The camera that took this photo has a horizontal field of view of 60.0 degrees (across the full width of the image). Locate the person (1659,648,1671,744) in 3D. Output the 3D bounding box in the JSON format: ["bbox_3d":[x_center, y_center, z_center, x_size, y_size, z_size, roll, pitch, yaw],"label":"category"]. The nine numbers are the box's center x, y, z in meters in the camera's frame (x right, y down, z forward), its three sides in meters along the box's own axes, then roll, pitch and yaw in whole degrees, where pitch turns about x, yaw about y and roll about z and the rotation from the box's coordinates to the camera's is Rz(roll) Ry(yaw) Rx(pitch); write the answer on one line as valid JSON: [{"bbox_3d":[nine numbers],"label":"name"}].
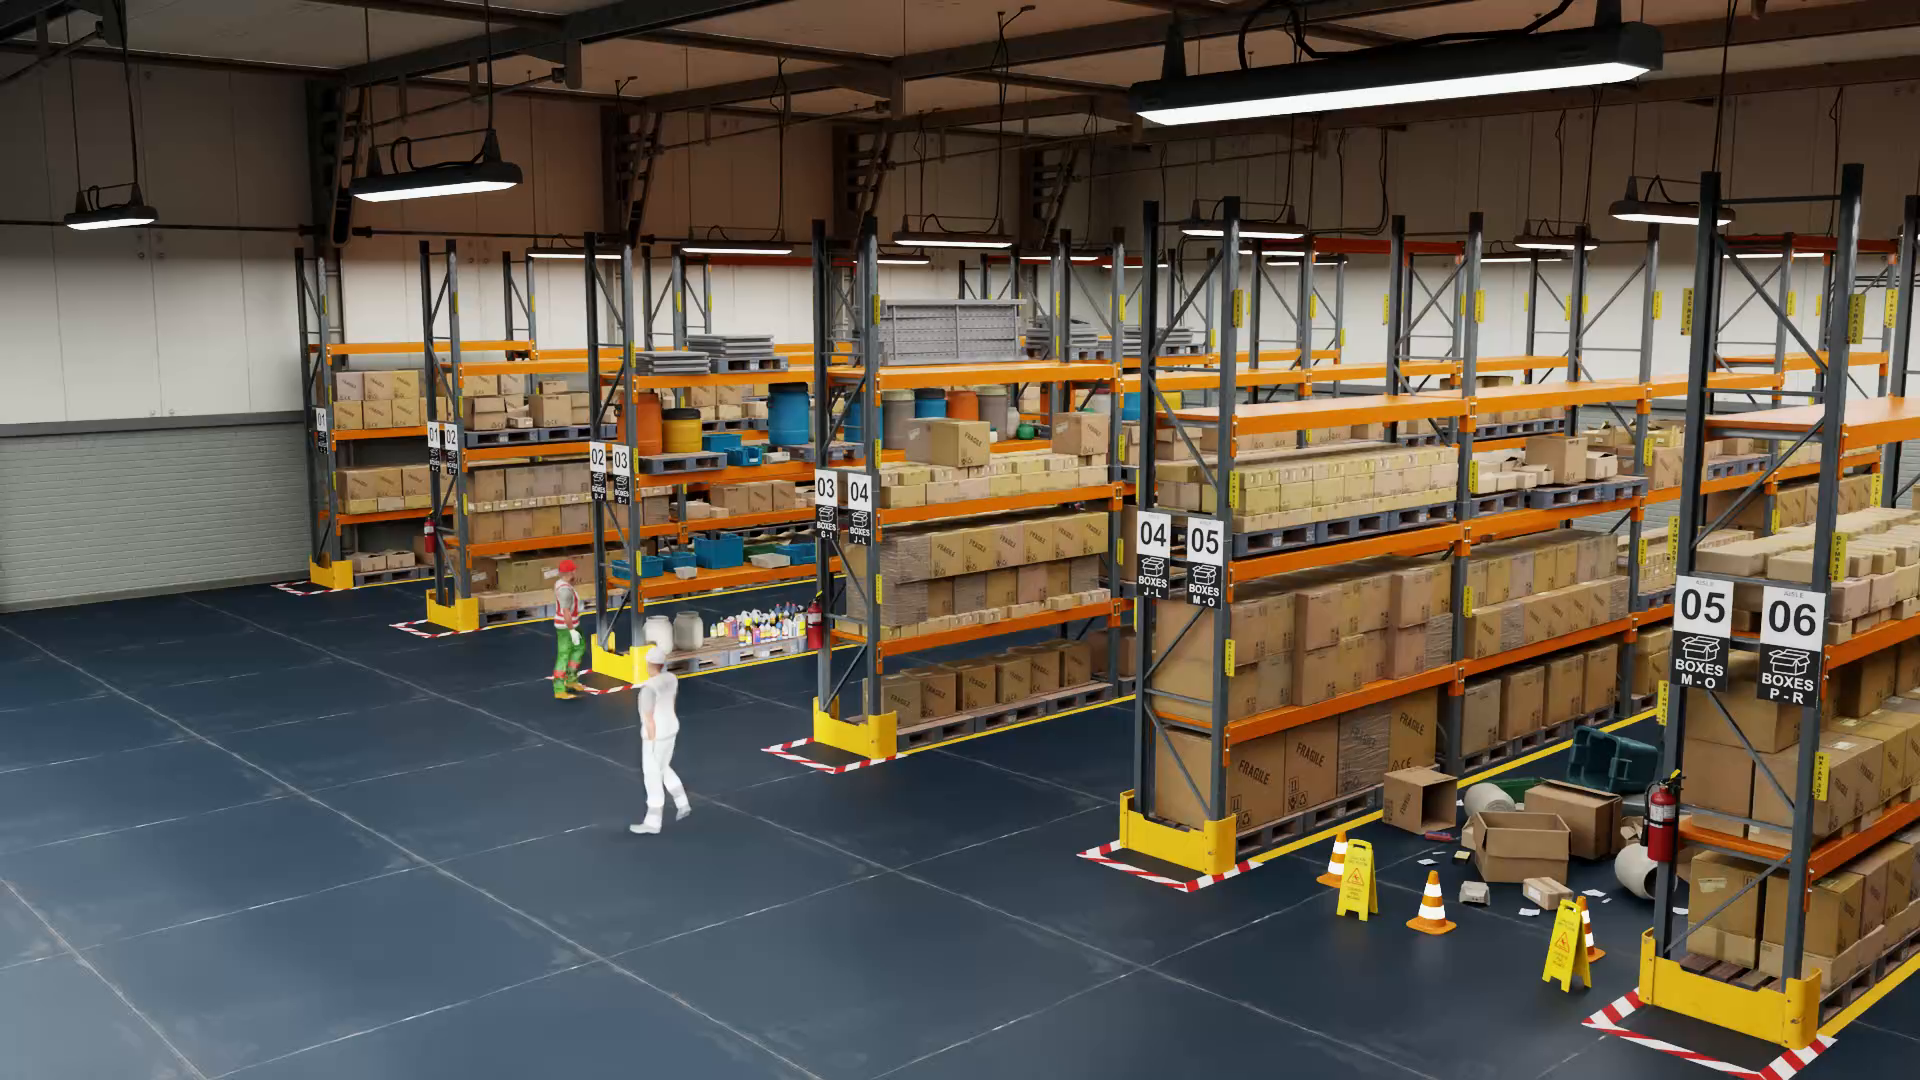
[{"bbox_3d":[8.435,1.557,19.211,0.573,1.673,0.431,-1,8,-10],"label":"person"}]

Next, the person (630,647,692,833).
[{"bbox_3d":[-2.908,1.912,16.109,0.431,1.793,0.586,3,9,20],"label":"person"}]

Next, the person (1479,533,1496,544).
[{"bbox_3d":[8.017,0.645,25.204,0.953,1.765,0.563,-7,11,-41],"label":"person"}]

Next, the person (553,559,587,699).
[{"bbox_3d":[-5.059,1.144,21.530,0.390,1.819,0.658,-1,8,-4],"label":"person"}]
